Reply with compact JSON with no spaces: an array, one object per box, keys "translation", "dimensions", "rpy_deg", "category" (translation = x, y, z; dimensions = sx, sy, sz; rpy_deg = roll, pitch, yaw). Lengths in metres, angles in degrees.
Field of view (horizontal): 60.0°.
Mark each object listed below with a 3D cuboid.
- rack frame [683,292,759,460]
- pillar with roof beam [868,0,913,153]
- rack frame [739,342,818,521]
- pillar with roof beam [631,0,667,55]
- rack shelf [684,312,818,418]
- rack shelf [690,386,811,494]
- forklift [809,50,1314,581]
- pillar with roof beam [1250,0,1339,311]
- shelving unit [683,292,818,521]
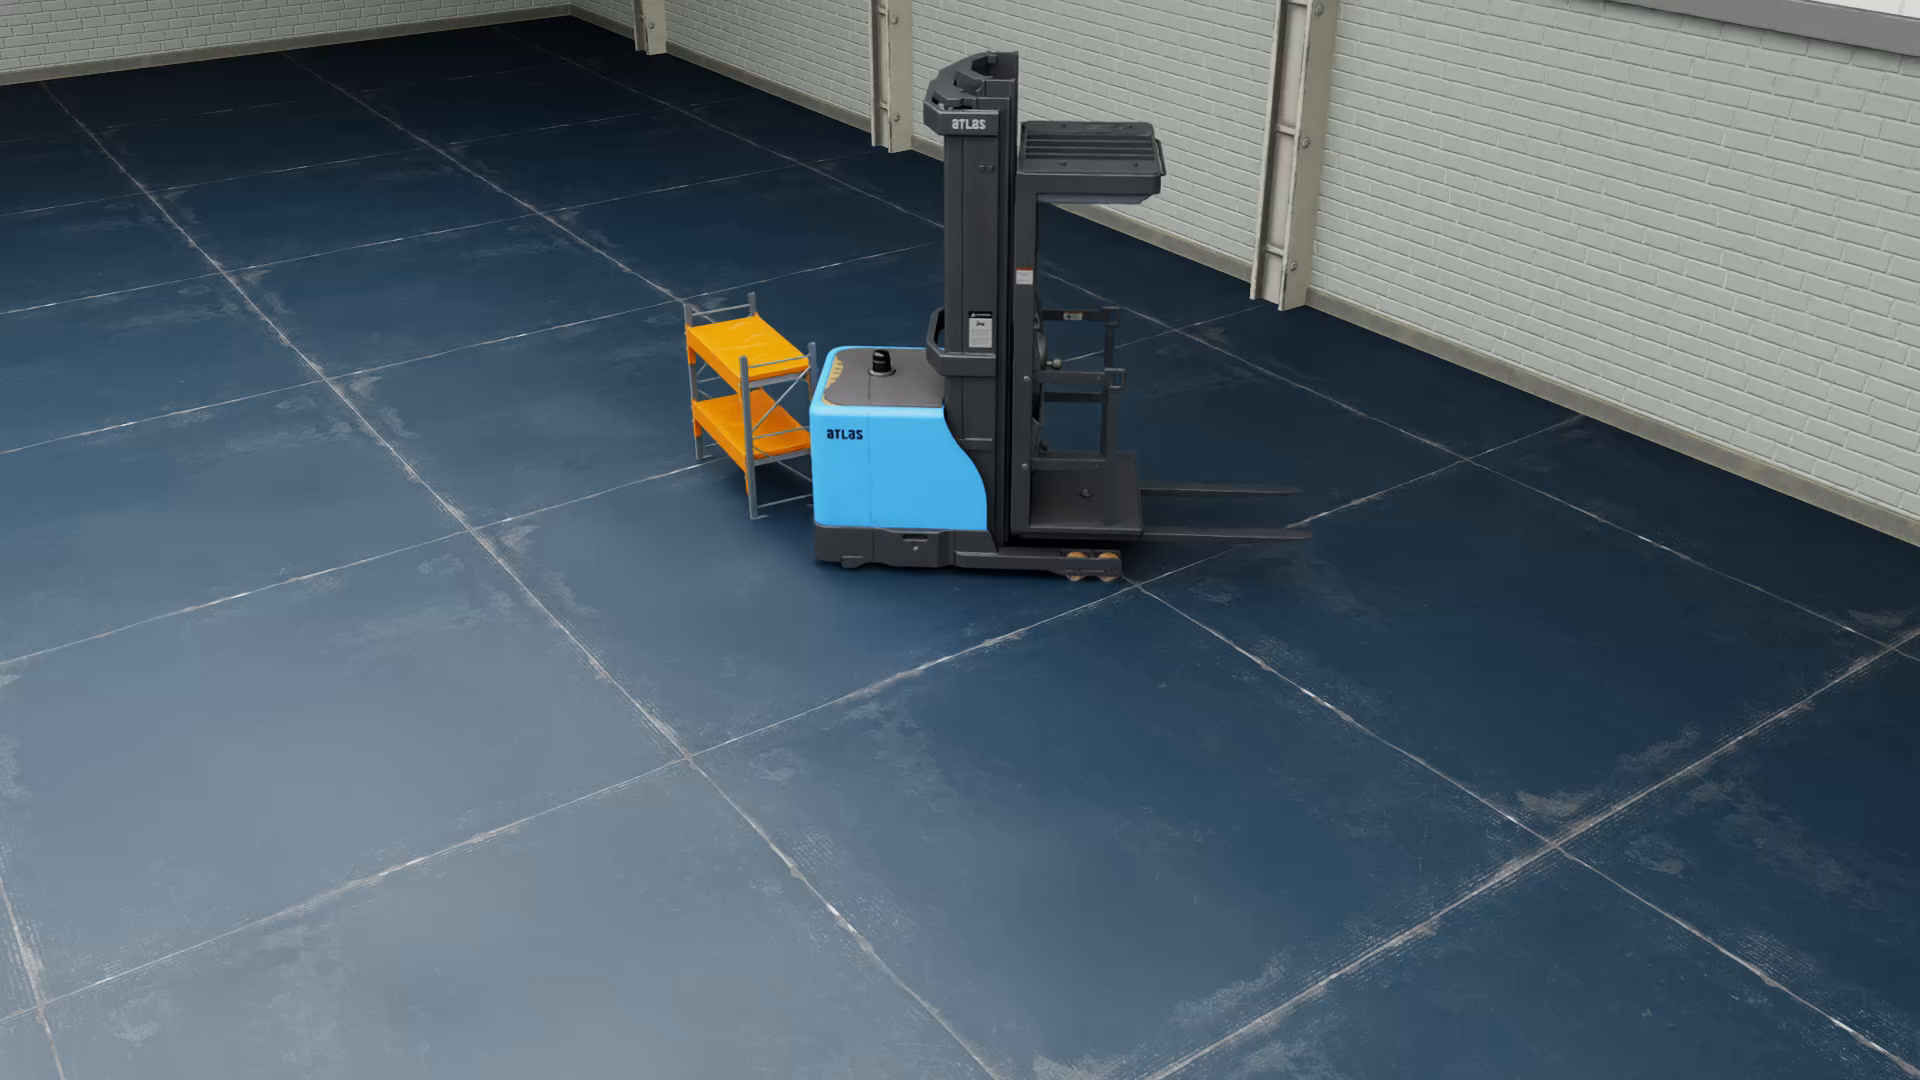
[{"translation":[-1.600,-1.110,11.343],"dimensions":[0.500,1.125,0.032],"rpy_deg":[-14,32,-24],"category":"rack frame"},{"translation":[-4.258,-7.146,14.205],"dimensions":[9.100,9.000,0.400],"rpy_deg":[-19,34,-31],"category":"pillar with roof beam"},{"translation":[-1.126,-0.681,10.552],"dimensions":[0.500,1.125,0.032],"rpy_deg":[-14,32,-24],"category":"rack frame"},{"translation":[-7.738,-9.478,18.500],"dimensions":[9.100,9.000,0.400],"rpy_deg":[-19,34,-31],"category":"pillar with roof beam"},{"translation":[-1.363,-1.153,10.807],"dimensions":[0.538,0.278,1.000],"rpy_deg":[-14,32,-24],"category":"rack shelf"},{"translation":[-1.363,-0.681,11.064],"dimensions":[0.538,0.278,1.000],"rpy_deg":[-14,32,-24],"category":"rack shelf"},{"translation":[0.641,-1.305,9.808],"dimensions":[3.031,2.935,1.130],"rpy_deg":[2,29,3],"category":"forklift"},{"translation":[-0.778,-4.813,9.910],"dimensions":[9.100,9.000,0.400],"rpy_deg":[-19,34,-31],"category":"pillar with roof beam"},{"translation":[-1.363,-0.896,10.947],"dimensions":[0.538,1.125,1.048],"rpy_deg":[-14,32,-24],"category":"shelving unit"}]
